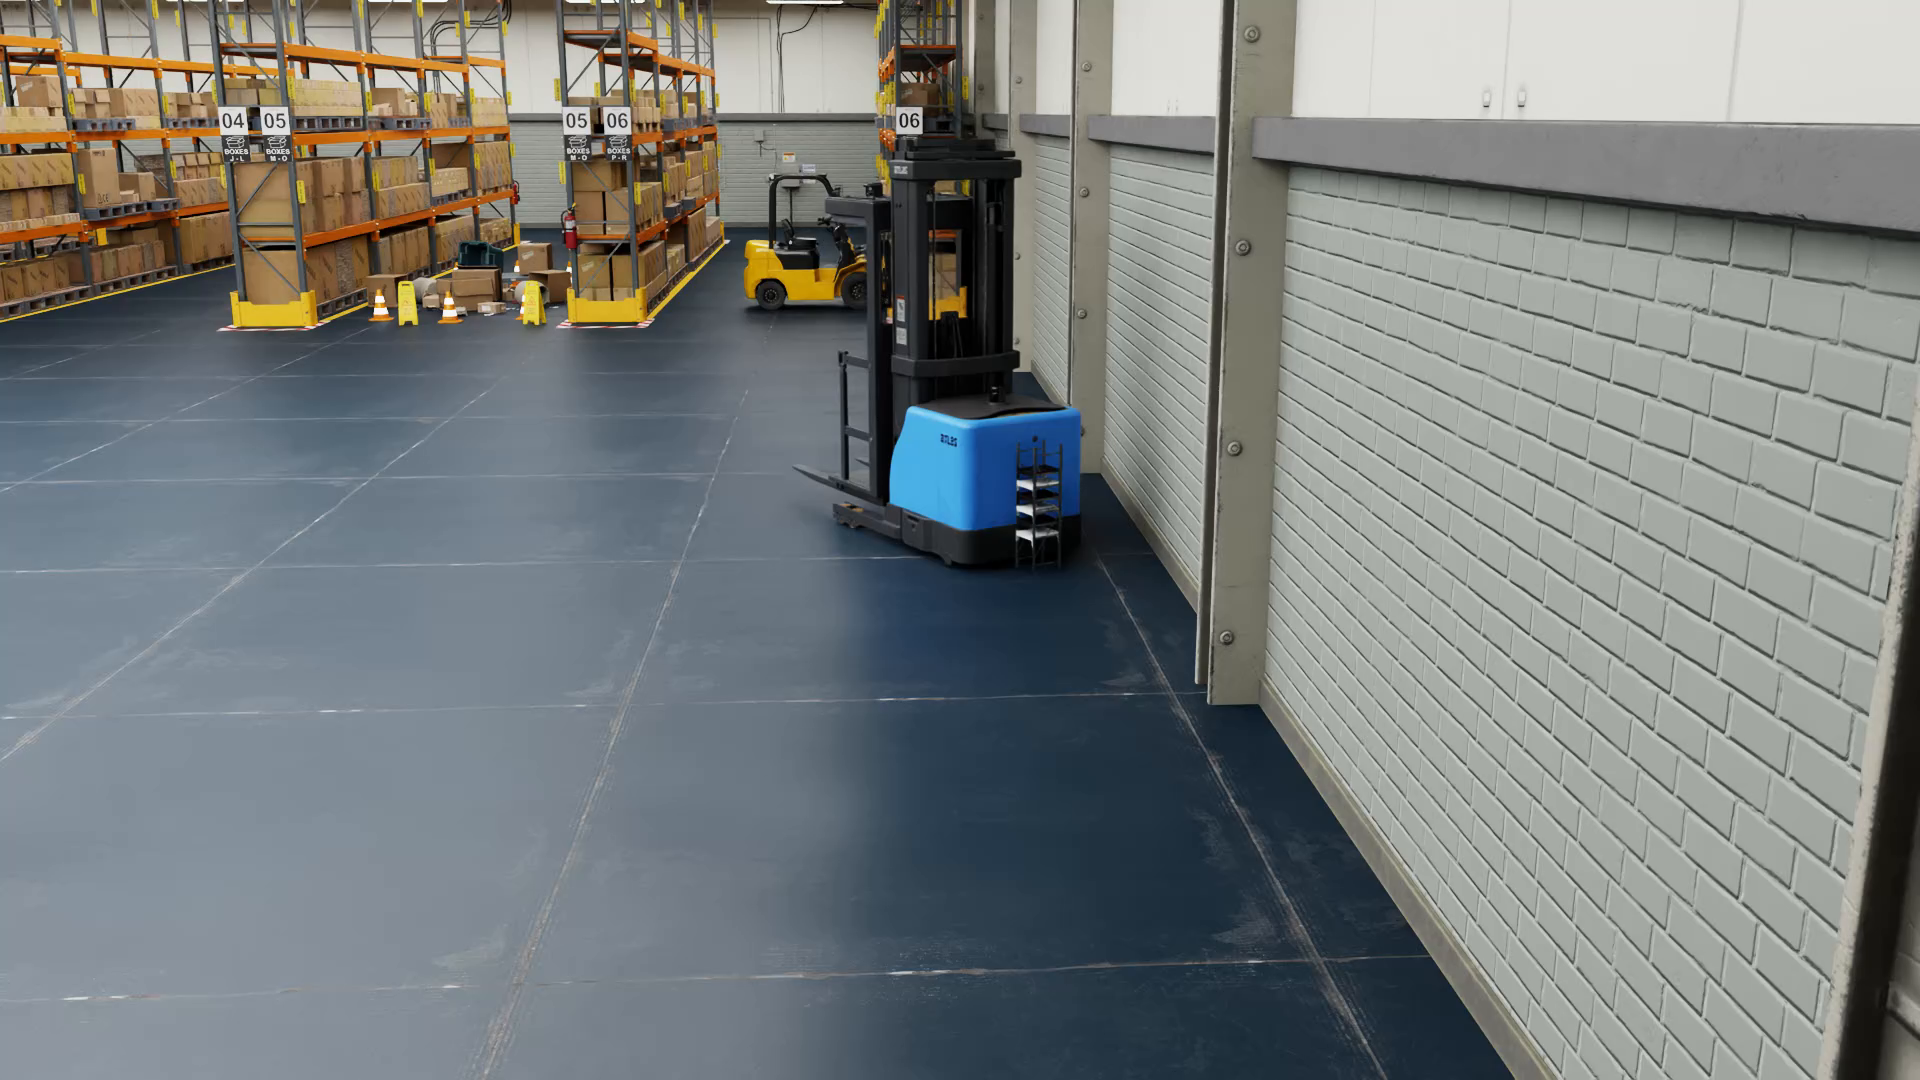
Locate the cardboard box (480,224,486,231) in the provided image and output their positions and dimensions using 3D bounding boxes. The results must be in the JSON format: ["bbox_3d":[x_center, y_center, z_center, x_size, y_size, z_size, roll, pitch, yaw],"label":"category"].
[{"bbox_3d":[-10.983,-7.098,37.780,0.380,0.149,0.250,-1,14,-5],"label":"cardboard box"}]

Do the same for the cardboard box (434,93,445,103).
[{"bbox_3d":[-11.142,-9.022,34.504,0.797,0.503,0.637,-1,14,-4],"label":"cardboard box"}]

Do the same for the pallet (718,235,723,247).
[{"bbox_3d":[-6.293,-7.251,40.284,1.003,0.211,1.213,-1,14,-3],"label":"pallet"}]

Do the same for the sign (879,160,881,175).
[{"bbox_3d":[-1.760,-8.291,36.992,0.100,0.325,0.005,-1,14,-3],"label":"sign"}]

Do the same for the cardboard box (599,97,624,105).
[{"bbox_3d":[-5.248,-6.628,25.153,0.380,0.149,0.250,-1,14,-4],"label":"cardboard box"}]

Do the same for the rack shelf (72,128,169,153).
[{"bbox_3d":[-15.692,-7.263,30.160,1.077,0.370,4.000,-1,14,-3],"label":"rack shelf"}]

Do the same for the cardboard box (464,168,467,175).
[{"bbox_3d":[-10.887,-7.976,35.972,0.380,0.149,0.250,0,14,-1],"label":"cardboard box"}]

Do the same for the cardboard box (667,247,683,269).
[{"bbox_3d":[-5.846,-5.416,31.987,0.950,0.372,0.625,-1,14,-5],"label":"cardboard box"}]

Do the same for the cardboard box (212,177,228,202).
[{"bbox_3d":[-15.699,-7.334,34.812,0.500,0.500,0.500,-1,14,-4],"label":"cardboard box"}]

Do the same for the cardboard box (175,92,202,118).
[{"bbox_3d":[-15.964,-8.870,33.912,0.797,0.503,0.637,-1,14,-4],"label":"cardboard box"}]

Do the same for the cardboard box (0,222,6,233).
[{"bbox_3d":[-15.141,-4.869,25.933,0.380,0.149,0.250,-1,14,-3],"label":"cardboard box"}]

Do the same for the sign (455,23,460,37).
[{"bbox_3d":[-11.896,-12.085,39.404,0.100,0.325,0.005,-1,14,-3],"label":"sign"}]

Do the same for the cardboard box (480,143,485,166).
[{"bbox_3d":[-10.939,-8.624,37.220,0.500,0.500,0.500,-1,14,-5],"label":"cardboard box"}]

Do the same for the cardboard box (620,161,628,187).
[{"bbox_3d":[-5.729,-5.998,27.013,0.700,0.500,0.500,-1,14,-4],"label":"cardboard box"}]

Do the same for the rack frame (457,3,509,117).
[{"bbox_3d":[-11.355,-11.603,39.562,1.000,3.000,0.127,-1,14,-3],"label":"rack frame"}]

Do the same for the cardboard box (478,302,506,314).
[{"bbox_3d":[-7.527,-3.734,26.739,0.380,0.149,0.250,7,16,26],"label":"cardboard box"}]

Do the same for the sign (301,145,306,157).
[{"bbox_3d":[-15.769,-9.326,39.955,0.100,0.325,0.005,-1,14,-3],"label":"sign"}]

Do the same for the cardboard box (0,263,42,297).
[{"bbox_3d":[-15.423,-4.259,27.232,0.500,0.500,0.500,-2,15,-8],"label":"cardboard box"}]

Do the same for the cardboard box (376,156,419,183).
[{"bbox_3d":[-10.841,-7.129,32.006,0.700,0.500,0.500,-1,14,-4],"label":"cardboard box"}]

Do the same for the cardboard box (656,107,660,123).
[{"bbox_3d":[-5.381,-7.233,28.301,0.500,0.250,0.500,-1,14,-4],"label":"cardboard box"}]

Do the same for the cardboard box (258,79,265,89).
[{"bbox_3d":[-10.753,-6.892,25.132,0.380,0.149,0.250,-1,14,-3],"label":"cardboard box"}]

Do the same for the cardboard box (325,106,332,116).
[{"bbox_3d":[-10.159,-6.768,26.254,0.380,0.149,0.250,-1,14,-3],"label":"cardboard box"}]

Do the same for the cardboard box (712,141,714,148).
[{"bbox_3d":[-6.059,-9.434,39.663,0.380,0.149,0.250,-1,14,-4],"label":"cardboard box"}]

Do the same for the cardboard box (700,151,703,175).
[{"bbox_3d":[-5.894,-8.230,36.284,0.500,0.500,0.500,0,14,-2],"label":"cardboard box"}]

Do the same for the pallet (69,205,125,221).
[{"bbox_3d":[-15.470,-5.761,29.282,1.003,0.211,1.213,-1,14,-3],"label":"pallet"}]

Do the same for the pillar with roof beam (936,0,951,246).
[{"bbox_3d":[-4.659,-10.908,36.861,9.100,9.000,0.400,-1,14,-3],"label":"pillar with roof beam"}]

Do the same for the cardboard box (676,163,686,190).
[{"bbox_3d":[-5.619,-7.096,32.447,0.500,0.500,0.500,-1,14,-5],"label":"cardboard box"}]

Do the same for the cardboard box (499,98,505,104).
[{"bbox_3d":[-11.041,-10.435,39.539,0.380,0.149,0.250,-1,14,-4],"label":"cardboard box"}]

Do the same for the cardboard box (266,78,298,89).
[{"bbox_3d":[-10.067,-6.775,24.679,0.380,0.149,0.250,-1,14,-3],"label":"cardboard box"}]

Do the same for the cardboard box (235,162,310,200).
[{"bbox_3d":[-10.348,-5.407,25.052,0.875,0.550,0.550,-1,14,-3],"label":"cardboard box"}]

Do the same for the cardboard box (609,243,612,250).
[{"bbox_3d":[-5.856,-4.782,26.963,0.380,0.149,0.250,0,14,-1],"label":"cardboard box"}]

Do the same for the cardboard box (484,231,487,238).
[{"bbox_3d":[-10.980,-6.953,37.813,0.380,0.149,0.250,-2,15,-6],"label":"cardboard box"}]

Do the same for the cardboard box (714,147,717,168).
[{"bbox_3d":[-6.153,-9.215,40.116,0.500,0.500,0.500,0,14,-2],"label":"cardboard box"}]

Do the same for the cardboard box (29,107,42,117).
[{"bbox_3d":[-15.189,-6.961,27.043,0.380,0.149,0.250,-1,14,-5],"label":"cardboard box"}]

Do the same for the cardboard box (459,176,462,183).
[{"bbox_3d":[-10.855,-7.705,35.518,0.380,0.149,0.250,0,14,-1],"label":"cardboard box"}]

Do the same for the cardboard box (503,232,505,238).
[{"bbox_3d":[-11.067,-7.263,39.613,0.380,0.149,0.250,-1,14,-4],"label":"cardboard box"}]

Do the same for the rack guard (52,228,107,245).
[{"bbox_3d":[-21.269,-7.365,40.147,1.175,0.500,0.348,-1,14,-3],"label":"rack guard"}]

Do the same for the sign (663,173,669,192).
[{"bbox_3d":[-5.136,-6.244,29.038,0.100,0.325,0.005,-1,14,-3],"label":"sign"}]

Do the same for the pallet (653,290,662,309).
[{"bbox_3d":[-5.522,-3.993,27.624,1.003,0.211,1.213,-1,14,-3],"label":"pallet"}]

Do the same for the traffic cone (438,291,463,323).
[{"bbox_3d":[-7.830,-3.577,25.498,0.336,0.463,0.334,-1,14,-3],"label":"traffic cone"}]

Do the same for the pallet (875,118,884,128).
[{"bbox_3d":[-1.181,-8.822,35.152,1.213,0.211,1.003,-1,14,-3],"label":"pallet"}]

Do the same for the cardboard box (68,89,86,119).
[{"bbox_3d":[-15.498,-7.486,28.532,0.797,0.503,0.637,-2,15,-6],"label":"cardboard box"}]

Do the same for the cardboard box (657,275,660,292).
[{"bbox_3d":[-5.302,-4.285,27.834,0.500,0.250,0.500,-1,14,-3],"label":"cardboard box"}]

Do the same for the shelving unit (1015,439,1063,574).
[{"bbox_3d":[0.552,-0.234,11.631,0.258,0.900,0.210,-9,17,-31],"label":"shelving unit"}]

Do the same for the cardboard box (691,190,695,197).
[{"bbox_3d":[-5.780,-7.120,34.481,0.500,0.250,0.500,0,14,-2],"label":"cardboard box"}]

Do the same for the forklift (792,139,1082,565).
[{"bbox_3d":[-0.332,-1.558,12.699,1.130,2.935,3.031,-9,17,-31],"label":"forklift"}]

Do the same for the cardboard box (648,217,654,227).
[{"bbox_3d":[-5.249,-5.238,27.367,0.380,0.149,0.250,-1,14,-3],"label":"cardboard box"}]

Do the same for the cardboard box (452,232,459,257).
[{"bbox_3d":[-10.719,-6.133,34.517,0.500,0.500,0.500,-1,14,-5],"label":"cardboard box"}]

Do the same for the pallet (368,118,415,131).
[{"bbox_3d":[-10.694,-7.632,30.527,1.003,0.211,1.213,0,14,-1],"label":"pallet"}]

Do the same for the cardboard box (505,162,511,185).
[{"bbox_3d":[-11.070,-8.782,39.841,0.500,0.500,0.500,-1,14,-2],"label":"cardboard box"}]

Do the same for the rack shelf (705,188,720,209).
[{"bbox_3d":[-6.297,-7.953,38.861,1.077,0.370,4.000,-1,14,-3],"label":"rack shelf"}]

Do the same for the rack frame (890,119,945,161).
[{"bbox_3d":[-0.723,-5.892,29.407,1.000,3.000,0.127,-1,14,-3],"label":"rack frame"}]

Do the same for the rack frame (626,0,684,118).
[{"bbox_3d":[-5.925,-9.715,32.224,1.000,3.000,0.127,-1,14,-3],"label":"rack frame"}]

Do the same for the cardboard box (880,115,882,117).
[{"bbox_3d":[-1.541,-9.651,37.701,0.500,0.250,0.500,-1,14,-5],"label":"cardboard box"}]

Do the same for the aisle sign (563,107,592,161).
[{"bbox_3d":[-5.715,-6.059,24.838,0.394,0.787,0.004,-1,14,-3],"label":"aisle sign"}]

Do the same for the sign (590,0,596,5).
[{"bbox_3d":[-6.231,-9.239,28.183,0.100,0.325,0.005,-1,14,-3],"label":"sign"}]
